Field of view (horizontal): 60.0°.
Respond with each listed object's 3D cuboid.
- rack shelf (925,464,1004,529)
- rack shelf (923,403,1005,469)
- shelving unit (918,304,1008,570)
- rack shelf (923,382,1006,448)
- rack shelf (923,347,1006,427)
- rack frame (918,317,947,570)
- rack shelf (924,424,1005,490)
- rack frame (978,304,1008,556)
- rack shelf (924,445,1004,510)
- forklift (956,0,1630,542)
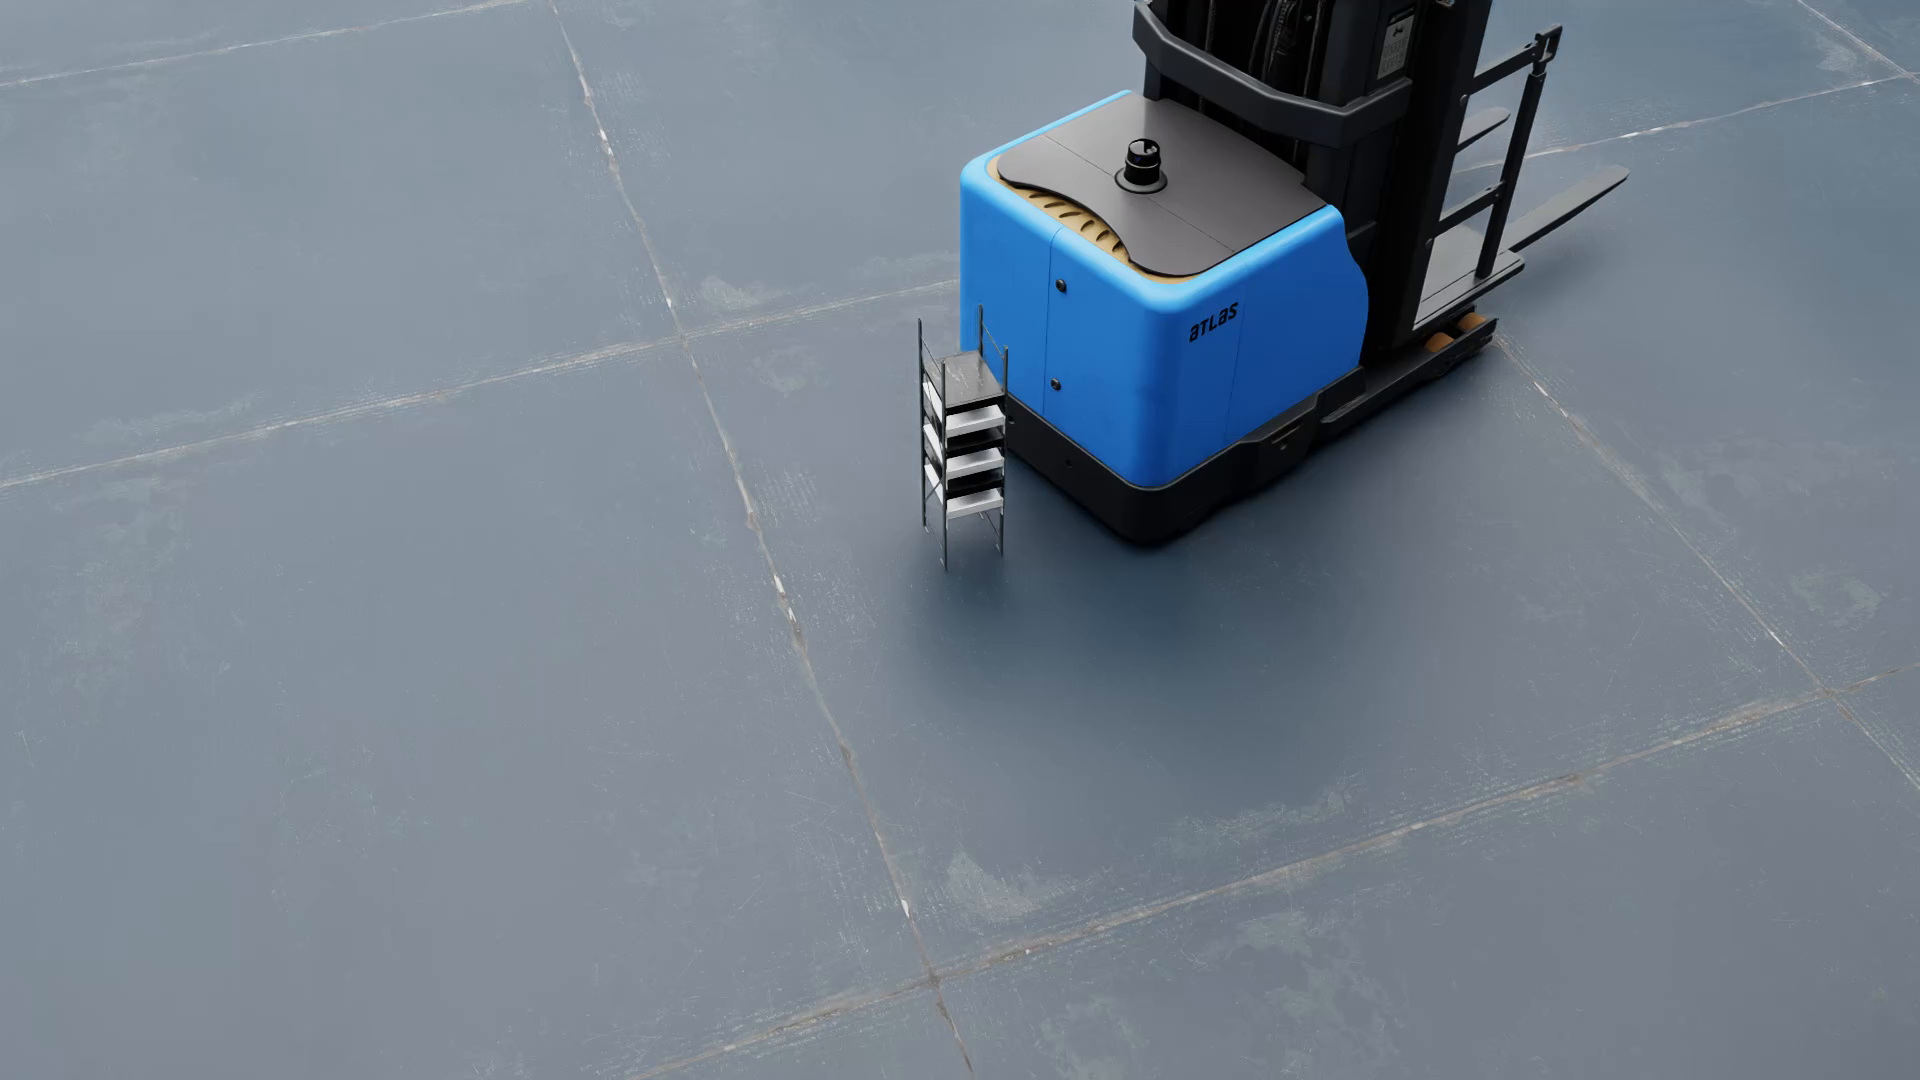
[{"bbox_3d":[0.008,-0.169,5.584,0.200,0.077,0.258,-14,47,-14],"label":"rack shelf"},{"bbox_3d":[0.008,-0.360,5.393,0.200,0.077,0.258,-14,47,-14],"label":"rack shelf"},{"bbox_3d":[0.008,-0.320,5.433,0.210,0.900,0.258,-14,47,-14],"label":"shelving unit"},{"bbox_3d":[0.008,-0.423,5.329,0.200,0.077,0.258,-14,47,-14],"label":"rack shelf"},{"bbox_3d":[0.008,-0.487,5.266,0.200,0.077,0.258,-14,47,-14],"label":"rack shelf"},{"bbox_3d":[-0.088,-0.295,5.409,0.006,0.900,0.240,-14,47,-14],"label":"rack frame"},{"bbox_3d":[0.008,-0.296,5.457,0.200,0.077,0.258,-14,47,-14],"label":"rack shelf"},{"bbox_3d":[0.103,-0.344,5.458,0.006,0.900,0.240,-14,47,-14],"label":"rack frame"},{"bbox_3d":[0.008,-0.233,5.521,0.200,0.077,0.258,-14,47,-14],"label":"rack shelf"},{"bbox_3d":[1.439,-1.920,5.594,3.031,2.935,1.130,-31,53,-27],"label":"forklift"}]
